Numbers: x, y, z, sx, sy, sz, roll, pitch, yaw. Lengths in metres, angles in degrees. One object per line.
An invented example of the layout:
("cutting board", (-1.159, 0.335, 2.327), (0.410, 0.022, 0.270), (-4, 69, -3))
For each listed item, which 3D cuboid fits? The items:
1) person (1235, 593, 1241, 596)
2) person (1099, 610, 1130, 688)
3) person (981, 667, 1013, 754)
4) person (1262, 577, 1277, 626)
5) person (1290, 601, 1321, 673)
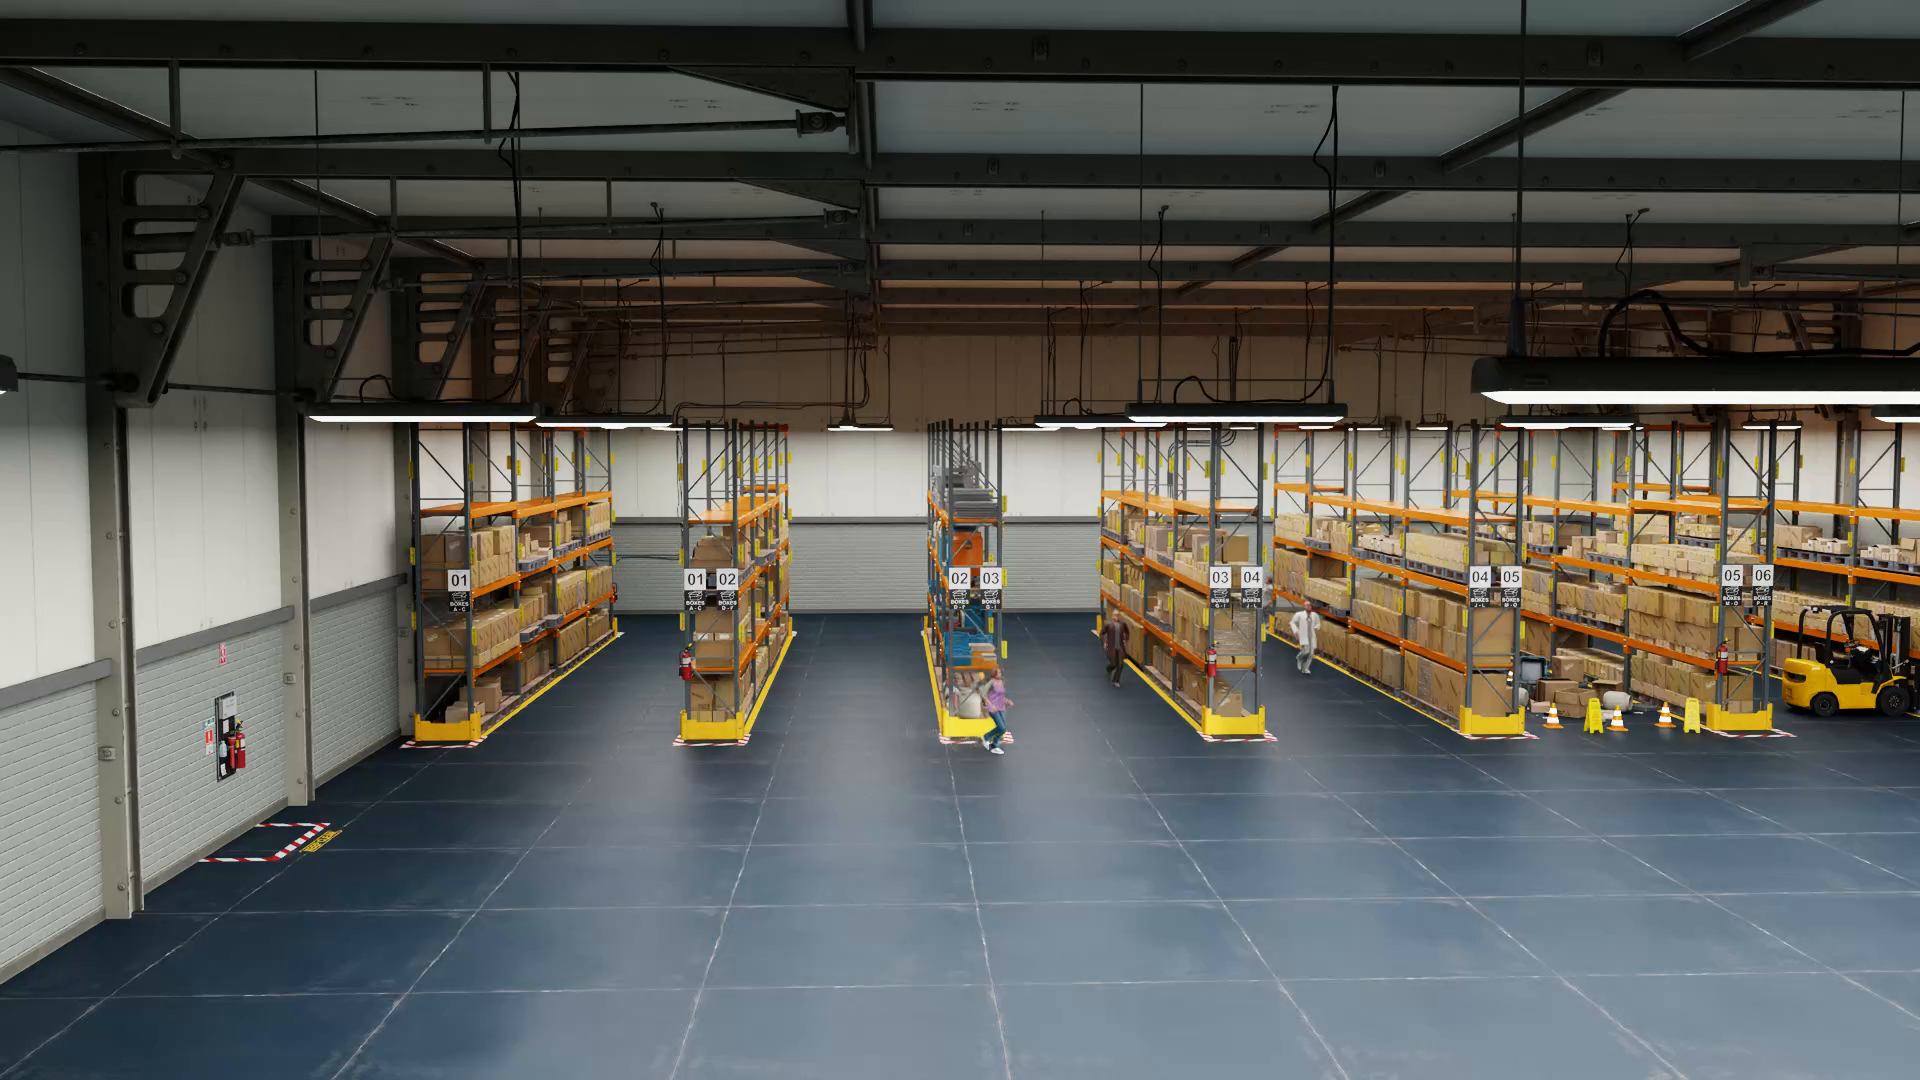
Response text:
("person", (7.775, 1.859, 46.861), (0.690, 1.784, 0.676), (1, 4, 8))
("person", (3.524, 2.461, 37.665), (0.709, 1.725, 0.640), (-1, 4, -9))
("person", (0.648, 3.050, 29.710), (0.541, 1.542, 0.562), (3, 5, 36))
("person", (9.005, 1.834, 49.093), (0.628, 1.542, 0.673), (0, 4, 5))
("person", (8.266, 2.322, 39.528), (0.700, 1.731, 0.628), (-1, 4, -11))
